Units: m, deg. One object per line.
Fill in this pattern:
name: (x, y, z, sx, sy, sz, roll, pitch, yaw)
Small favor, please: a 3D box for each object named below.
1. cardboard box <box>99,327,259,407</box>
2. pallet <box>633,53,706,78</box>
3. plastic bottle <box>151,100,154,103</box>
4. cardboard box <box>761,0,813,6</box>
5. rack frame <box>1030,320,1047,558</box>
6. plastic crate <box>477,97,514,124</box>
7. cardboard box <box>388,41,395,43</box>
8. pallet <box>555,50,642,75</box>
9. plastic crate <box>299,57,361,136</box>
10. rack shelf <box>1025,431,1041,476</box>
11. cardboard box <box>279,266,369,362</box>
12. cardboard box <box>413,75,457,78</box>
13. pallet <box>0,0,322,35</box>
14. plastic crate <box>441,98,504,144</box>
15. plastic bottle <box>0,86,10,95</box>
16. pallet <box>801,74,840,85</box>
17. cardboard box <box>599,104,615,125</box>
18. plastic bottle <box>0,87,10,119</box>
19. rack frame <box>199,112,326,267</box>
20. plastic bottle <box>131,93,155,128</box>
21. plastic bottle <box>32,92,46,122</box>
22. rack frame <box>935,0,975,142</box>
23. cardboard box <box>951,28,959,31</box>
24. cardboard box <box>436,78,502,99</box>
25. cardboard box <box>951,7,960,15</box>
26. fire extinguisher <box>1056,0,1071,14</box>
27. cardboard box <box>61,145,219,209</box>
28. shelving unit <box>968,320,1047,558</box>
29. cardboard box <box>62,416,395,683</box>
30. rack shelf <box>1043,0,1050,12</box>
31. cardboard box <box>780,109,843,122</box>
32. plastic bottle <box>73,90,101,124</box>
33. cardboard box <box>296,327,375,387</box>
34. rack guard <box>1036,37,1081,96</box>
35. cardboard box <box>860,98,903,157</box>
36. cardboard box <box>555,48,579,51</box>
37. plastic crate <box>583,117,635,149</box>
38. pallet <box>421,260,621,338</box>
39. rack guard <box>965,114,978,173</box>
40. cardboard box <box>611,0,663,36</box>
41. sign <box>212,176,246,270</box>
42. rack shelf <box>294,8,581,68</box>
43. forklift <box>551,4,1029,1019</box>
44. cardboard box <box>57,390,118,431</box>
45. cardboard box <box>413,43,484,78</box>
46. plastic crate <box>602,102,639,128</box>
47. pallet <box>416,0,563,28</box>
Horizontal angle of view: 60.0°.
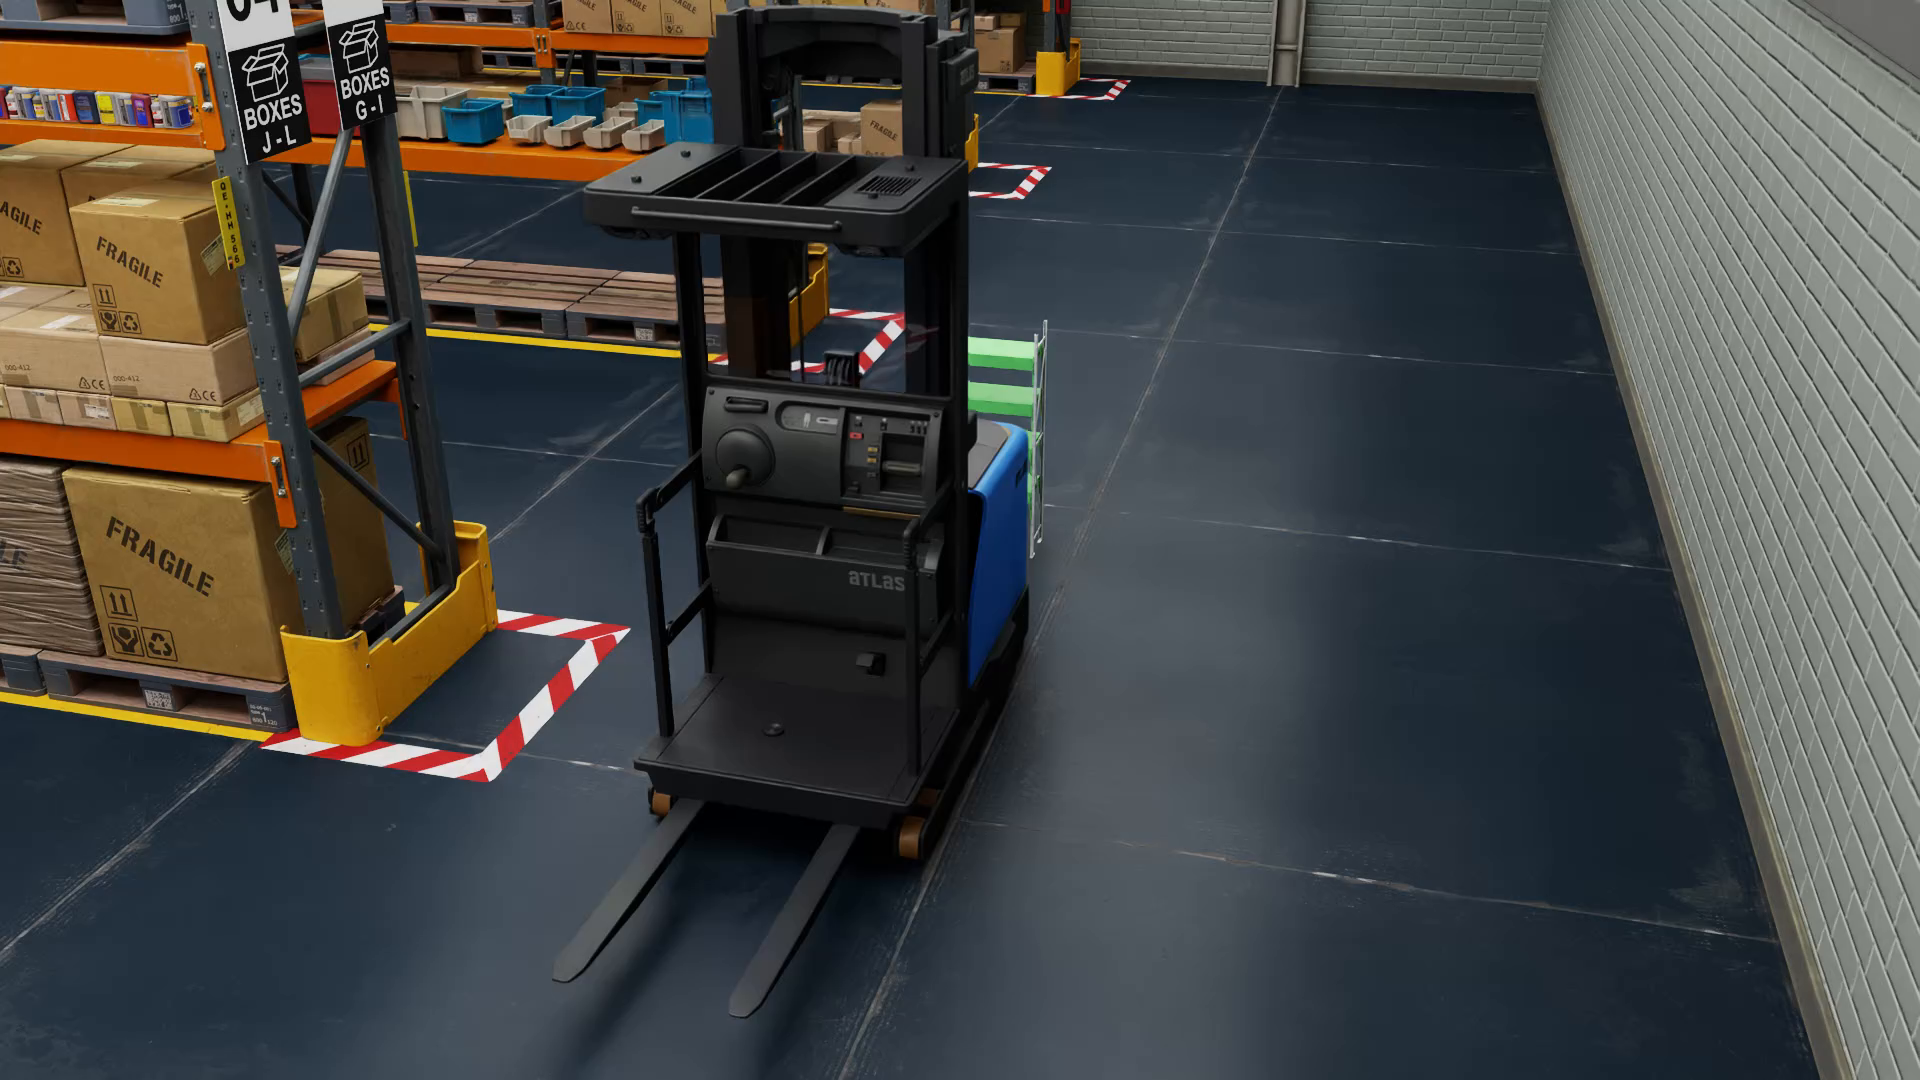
cardboard box: (-3.050, -0.758, 6.680, 0.500, 0.250, 0.500, 6, 26, 12)
pallet: (-3.454, -6.156, 21.436, 1.213, 0.211, 1.003, 6, 26, 13)
plastic bottle: (-5.851, -3.098, 12.000, 0.097, 0.201, 0.097, 0, 25, 0)
cardboard box: (-1.531, -4.963, 15.568, 0.500, 0.500, 0.500, 7, 26, 13)
rack frame: (0.397, -0.498, 8.400, 0.015, 1.200, 0.240, 6, 26, 13)
plastic crate: (-3.394, -3.087, 11.981, 0.466, 0.136, 0.293, 6, 26, 13)
cardboard box: (-7.272, -6.918, 22.187, 0.500, 0.500, 0.700, 7, 26, 14)
pallet: (-4.639, -6.286, 21.708, 1.213, 0.211, 1.003, 6, 26, 13)
plastic crate: (-4.353, -3.096, 11.619, 0.583, 0.464, 0.402, 6, 26, 13)
rack shelf: (0.160, -0.466, 8.482, 0.480, 0.148, 0.258, 6, 26, 13)
cardboard box: (-2.913, -0.980, 7.147, 0.500, 0.250, 0.500, 6, 26, 12)
cardboard box: (-5.327, -4.634, 17.390, 0.500, 0.500, 0.500, 7, 26, 14)
pallet: (-3.236, -2.139, 6.367, 1.213, 0.211, 1.003, 6, 26, 13)
plastic crate: (-3.334, -2.876, 11.427, 0.300, 0.233, 0.416, 6, 26, 13)
plastic bottle: (-7.048, -3.262, 12.263, 0.097, 0.271, 0.097, 0, 25, 0)
pallet: (-1.971, -5.991, 21.089, 1.213, 0.211, 1.003, 6, 26, 13)
cardboard box: (-3.565, -4.151, 16.596, 0.500, 0.311, 0.500, 6, 26, 13)
plastic bottle: (-7.050, -3.233, 12.187, 0.133, 0.283, 0.061, 6, 26, 13)
rack frame: (-5.155, -3.240, 12.066, 0.127, 3.000, 1.000, 6, 26, 13)
plastic bottle: (-5.853, -3.101, 11.909, 0.133, 0.283, 0.061, 6, 26, 13)
plastic bottle: (-6.709, -3.166, 12.142, 0.097, 0.201, 0.097, 0, 25, 0)
rack frame: (-0.044, -4.873, 15.497, 0.127, 3.000, 1.000, 6, 26, 13)
cardboard box: (-0.001, -6.084, 20.459, 0.500, 0.500, 0.700, 6, 26, 13)
cardboard box: (-4.944, -4.362, 16.818, 0.500, 0.500, 0.500, 6, 26, 13)
cardboard box: (-0.079, -6.474, 20.524, 0.250, 0.149, 0.380, 7, 26, 13)
fire extinguisher: (1.217, -6.524, 19.489, 0.183, 0.674, 0.296, 6, 26, 13)
cardboard box: (-3.397, -1.372, 7.099, 0.500, 0.500, 0.500, 6, 26, 12)
shelving unit: (0.160, -0.524, 8.455, 0.503, 1.200, 0.258, 6, 26, 13)
cardboard box: (-3.155, -0.015, 7.275, 0.875, 0.875, 0.875, 6, 26, 13)
rack shelf: (-0.751, -6.825, 20.434, 4.000, 0.370, 1.077, 6, 26, 13)
cardboard box: (-1.469, -4.114, 16.588, 0.500, 0.250, 0.500, 6, 26, 13)
plastic bottle: (-6.306, -3.200, 12.038, 0.185, 0.351, 0.144, 6, 26, 13)
cardboard box: (-2.777, -0.812, 7.257, 0.250, 0.149, 0.380, 7, 26, 14)
rack guard: (1.209, -5.805, 20.361, 0.348, 0.500, 1.175, 6, 26, 13)
cardboard box: (-0.632, -3.899, 15.846, 0.500, 0.500, 0.500, 6, 26, 13)
cardboard box: (-5.036, -6.782, 21.517, 0.750, 0.750, 0.750, 6, 26, 13)
plastic crate: (-2.393, -2.769, 11.313, 0.243, 0.136, 0.396, 6, 26, 13)
pallet: (-3.248, -1.788, 12.261, 1.213, 0.211, 1.003, 6, 26, 13)
rack guard: (-0.118, -3.753, 16.051, 0.348, 0.500, 1.175, 6, 26, 13)
cardboard box: (-2.996, -5.125, 15.909, 0.500, 0.500, 0.500, 7, 26, 14)
sign: (-2.664, -1.155, 6.064, 0.005, 0.325, 0.100, 6, 26, 13)
rack shelf: (-5.855, -5.191, 17.001, 4.000, 0.370, 1.077, 6, 26, 13)
forklift: (-0.573, -0.312, 5.995, 1.130, 2.935, 3.031, 7, 26, 14)
cardboard box: (-3.438, -0.592, 6.796, 0.250, 0.149, 0.380, 6, 26, 13)
cardboard box: (-5.294, -4.970, 17.224, 0.500, 0.250, 0.500, 6, 26, 13)
plastic crate: (-2.385, -3.025, 11.850, 0.298, 0.136, 0.250, 6, 26, 13)
pallet: (-4.665, -5.346, 16.713, 1.213, 0.211, 1.003, 6, 26, 13)
